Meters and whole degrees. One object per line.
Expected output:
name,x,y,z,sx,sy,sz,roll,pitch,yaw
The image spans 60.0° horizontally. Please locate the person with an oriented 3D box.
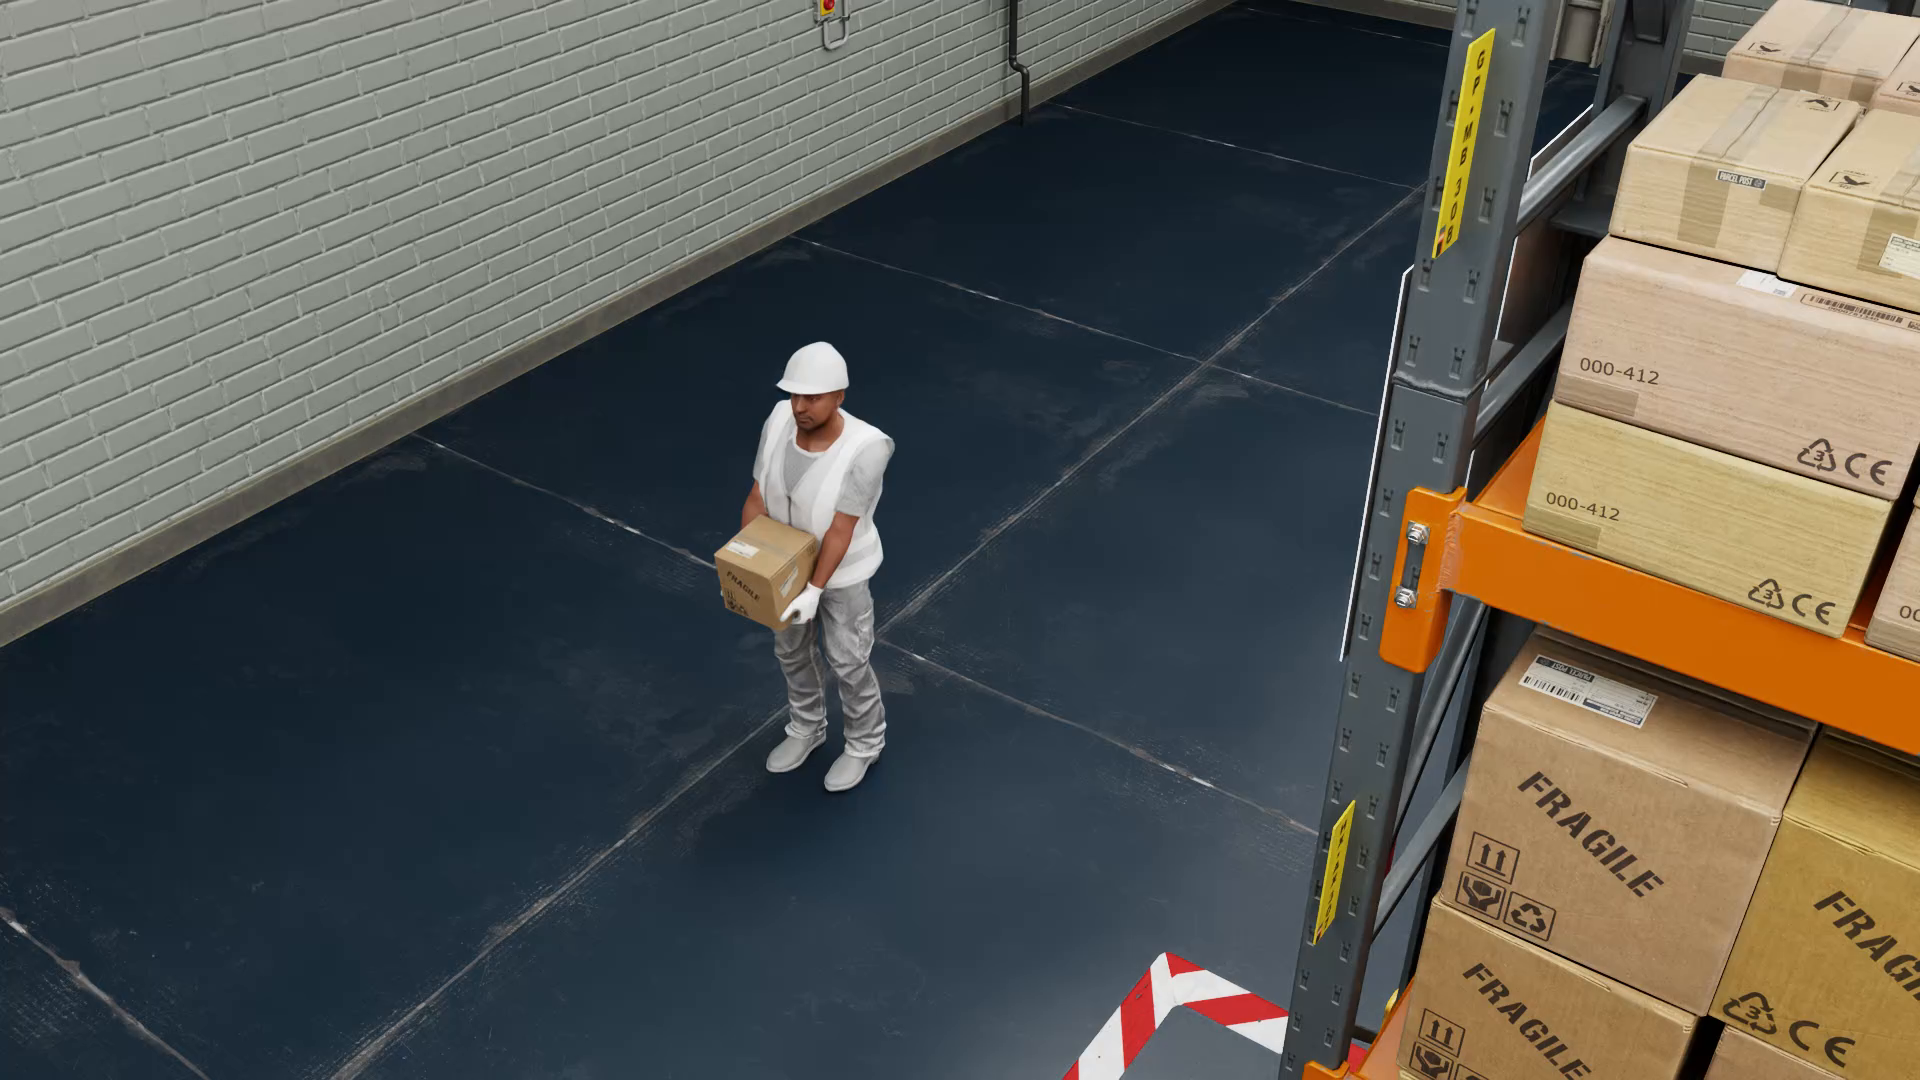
person,-0.541,0.144,5.913,0.490,1.782,0.578,21,40,28
